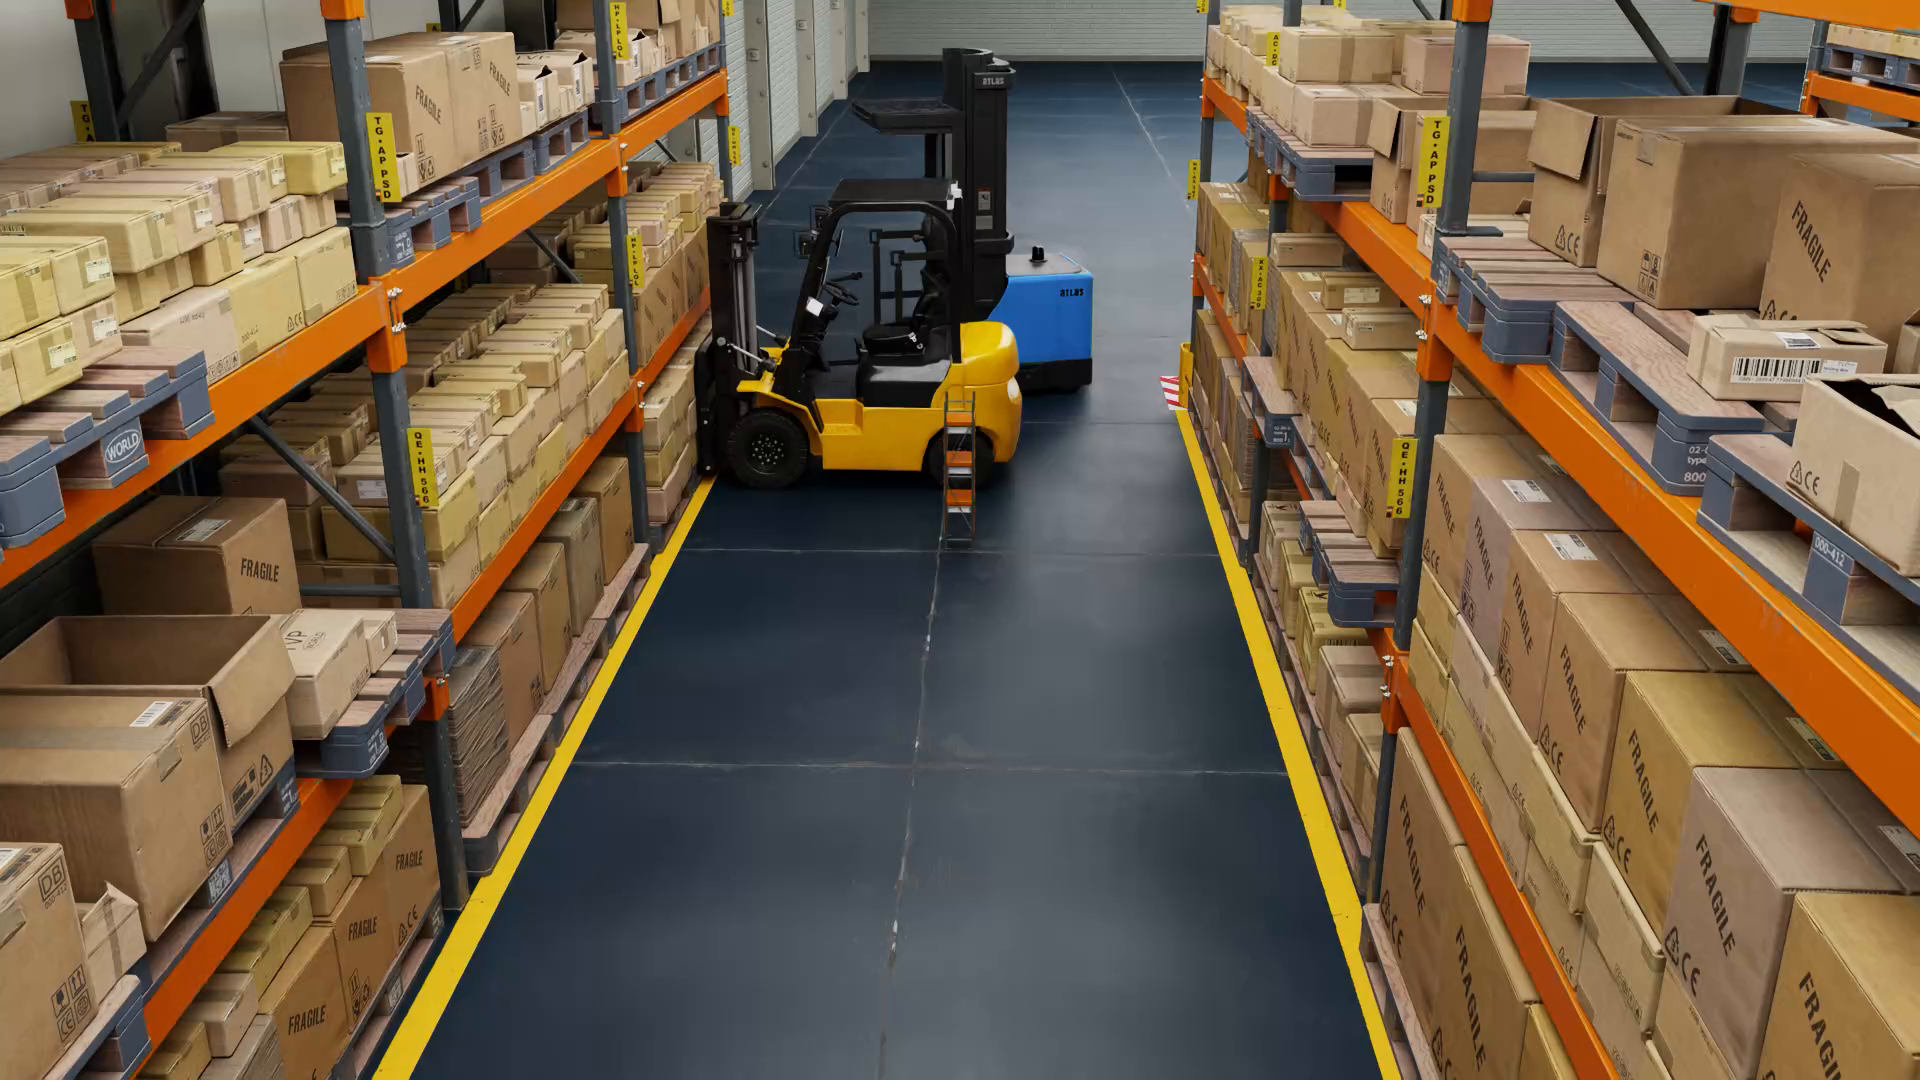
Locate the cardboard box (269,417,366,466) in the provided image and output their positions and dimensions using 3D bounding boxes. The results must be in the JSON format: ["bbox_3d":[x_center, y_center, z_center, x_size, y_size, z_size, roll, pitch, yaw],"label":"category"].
[{"bbox_3d":[-2.914,-0.445,7.494,0.380,0.149,0.250,1,21,2],"label":"cardboard box"}]

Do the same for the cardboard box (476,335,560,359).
[{"bbox_3d":[-2.363,-0.994,8.910,0.380,0.149,0.250,1,21,2],"label":"cardboard box"}]

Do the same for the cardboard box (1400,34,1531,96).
[{"bbox_3d":[2.497,-2.358,8.247,0.500,0.250,0.500,1,21,3],"label":"cardboard box"}]

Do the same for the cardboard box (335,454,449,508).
[{"bbox_3d":[-2.383,-0.248,6.988,0.380,0.149,0.250,1,21,3],"label":"cardboard box"}]

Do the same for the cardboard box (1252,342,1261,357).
[{"bbox_3d":[2.101,-1.183,10.778,0.380,0.149,0.250,0,21,1],"label":"cardboard box"}]

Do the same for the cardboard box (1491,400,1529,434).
[{"bbox_3d":[2.519,-0.275,6.962,0.500,0.500,0.500,0,21,0],"label":"cardboard box"}]

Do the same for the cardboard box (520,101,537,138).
[{"bbox_3d":[-2.319,-2.078,8.219,0.380,0.149,0.250,0,21,1],"label":"cardboard box"}]

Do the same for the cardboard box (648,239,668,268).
[{"bbox_3d":[-2.225,-1.972,11.429,0.380,0.149,0.250,1,21,3],"label":"cardboard box"}]

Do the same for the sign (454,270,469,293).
[{"bbox_3d":[-3.120,-1.680,10.405,0.100,0.325,0.005,1,21,2],"label":"sign"}]

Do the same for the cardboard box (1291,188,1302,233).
[{"bbox_3d":[2.706,-2.354,11.518,0.700,0.500,0.500,0,21,0],"label":"cardboard box"}]

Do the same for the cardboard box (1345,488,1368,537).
[{"bbox_3d":[1.948,-0.123,7.467,0.380,0.149,0.250,0,21,1],"label":"cardboard box"}]

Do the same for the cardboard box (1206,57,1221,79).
[{"bbox_3d":[2.183,-3.792,13.355,0.380,0.149,0.250,1,21,2],"label":"cardboard box"}]

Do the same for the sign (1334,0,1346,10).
[{"bbox_3d":[3.072,-4.425,13.415,0.100,0.325,0.005,1,21,2],"label":"sign"}]

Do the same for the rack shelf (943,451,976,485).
[{"bbox_3d":[-0.002,-0.460,11.293,0.215,0.259,0.240,1,21,2],"label":"rack shelf"}]

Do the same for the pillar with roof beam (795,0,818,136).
[{"bbox_3d":[1.485,-11.696,29.232,9.100,9.000,0.400,1,21,2],"label":"pillar with roof beam"}]

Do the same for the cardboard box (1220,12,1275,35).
[{"bbox_3d":[2.160,-3.883,12.487,0.380,0.149,0.250,1,21,1],"label":"cardboard box"}]

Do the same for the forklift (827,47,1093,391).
[{"bbox_3d":[-0.385,-2.752,14.570,3.031,2.935,1.130,-5,22,-13],"label":"forklift"}]

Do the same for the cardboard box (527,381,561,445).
[{"bbox_3d":[-2.389,-0.663,8.608,0.500,0.250,0.500,1,21,2],"label":"cardboard box"}]

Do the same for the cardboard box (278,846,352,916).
[{"bbox_3d":[-2.478,1.255,6.127,0.380,0.149,0.250,0,21,0],"label":"cardboard box"}]

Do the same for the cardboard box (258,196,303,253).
[{"bbox_3d":[-2.485,-1.077,5.669,0.380,0.149,0.250,0,21,0],"label":"cardboard box"}]

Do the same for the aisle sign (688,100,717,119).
[{"bbox_3d":[-2.148,-3.912,13.872,0.394,0.787,0.004,1,21,2],"label":"aisle sign"}]

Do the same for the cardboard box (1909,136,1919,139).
[{"bbox_3d":[7.494,-2.849,13.023,0.875,0.550,0.550,1,21,2],"label":"cardboard box"}]

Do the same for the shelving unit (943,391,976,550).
[{"bbox_3d":[-0.002,-0.470,11.289,0.215,1.050,0.252,1,21,2],"label":"shelving unit"}]

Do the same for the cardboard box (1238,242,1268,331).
[{"bbox_3d":[2.170,-1.715,11.254,0.500,0.500,0.500,1,21,3],"label":"cardboard box"}]

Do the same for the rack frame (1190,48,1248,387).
[{"bbox_3d":[2.518,-2.627,14.152,1.000,3.000,0.127,1,21,2],"label":"rack frame"}]

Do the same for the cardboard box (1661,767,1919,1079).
[{"bbox_3d":[1.924,0.848,3.677,0.500,0.500,0.500,1,21,3],"label":"cardboard box"}]

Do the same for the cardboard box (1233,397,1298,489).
[{"bbox_3d":[2.146,-0.661,11.269,0.500,0.500,0.500,0,21,1],"label":"cardboard box"}]

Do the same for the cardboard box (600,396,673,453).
[{"bbox_3d":[-2.237,-0.785,11.244,0.500,0.250,0.500,0,21,1],"label":"cardboard box"}]

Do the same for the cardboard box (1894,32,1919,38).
[{"bbox_3d":[7.168,-3.781,12.057,0.500,0.250,0.500,0,21,1],"label":"cardboard box"}]

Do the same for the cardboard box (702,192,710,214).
[{"bbox_3d":[-2.221,-2.715,13.344,0.380,0.149,0.250,1,21,3],"label":"cardboard box"}]

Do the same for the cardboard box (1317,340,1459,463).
[{"bbox_3d":[2.029,-0.652,7.933,0.500,0.500,0.500,-1,21,-2],"label":"cardboard box"}]

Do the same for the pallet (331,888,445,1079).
[{"bbox_3d":[-2.748,1.782,6.644,1.003,0.211,1.213,1,21,2],"label":"pallet"}]

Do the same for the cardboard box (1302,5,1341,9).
[{"bbox_3d":[2.803,-4.154,13.187,0.380,0.149,0.250,1,21,2],"label":"cardboard box"}]

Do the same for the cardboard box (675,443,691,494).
[{"bbox_3d":[-2.220,-0.503,11.898,0.500,0.250,0.500,0,21,0],"label":"cardboard box"}]

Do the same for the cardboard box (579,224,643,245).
[{"bbox_3d":[-2.343,-2.021,11.145,0.380,0.149,0.250,0,21,1],"label":"cardboard box"}]

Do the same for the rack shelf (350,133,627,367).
[{"bbox_3d":[-2.626,-1.574,8.286,1.077,0.370,4.000,1,21,2],"label":"rack shelf"}]

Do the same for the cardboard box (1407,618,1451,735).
[{"bbox_3d":[2.008,0.510,6.275,0.500,0.250,0.500,0,21,1],"label":"cardboard box"}]

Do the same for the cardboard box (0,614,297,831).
[{"bbox_3d":[-2.552,0.561,5.213,0.797,0.503,0.637,0,21,0],"label":"cardboard box"}]

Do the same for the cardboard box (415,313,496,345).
[{"bbox_3d":[-2.847,-1.179,9.385,0.380,0.149,0.250,0,21,1],"label":"cardboard box"}]

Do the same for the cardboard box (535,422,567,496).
[{"bbox_3d":[-2.383,-0.431,8.700,0.500,0.250,0.500,1,21,3],"label":"cardboard box"}]

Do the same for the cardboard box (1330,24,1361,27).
[{"bbox_3d":[2.717,-3.415,11.283,0.380,0.149,0.250,0,21,1],"label":"cardboard box"}]

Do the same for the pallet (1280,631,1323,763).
[{"bbox_3d":[2.340,0.843,9.064,1.003,0.211,1.213,1,21,2],"label":"pallet"}]

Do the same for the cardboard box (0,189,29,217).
[{"bbox_3d":[-2.996,-0.942,4.907,0.380,0.149,0.250,1,21,1],"label":"cardboard box"}]

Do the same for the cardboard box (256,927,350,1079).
[{"bbox_3d":[-2.524,1.707,5.857,0.500,0.500,0.500,2,21,4],"label":"cardboard box"}]

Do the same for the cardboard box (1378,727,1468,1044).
[{"bbox_3d":[2.170,1.309,6.364,0.875,0.875,0.875,0,21,1],"label":"cardboard box"}]

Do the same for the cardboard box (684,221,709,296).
[{"bbox_3d":[-2.237,-2.173,12.844,0.500,0.500,0.500,0,21,1],"label":"cardboard box"}]

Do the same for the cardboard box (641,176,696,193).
[{"bbox_3d":[-2.283,-2.762,13.055,0.380,0.149,0.250,1,21,2],"label":"cardboard box"}]

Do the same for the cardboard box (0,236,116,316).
[{"bbox_3d":[-2.373,-0.664,4.165,0.380,0.149,0.250,1,21,2],"label":"cardboard box"}]

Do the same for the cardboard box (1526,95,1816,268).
[{"bbox_3d":[2.414,-1.239,5.704,0.797,0.503,0.637,-1,21,-2],"label":"cardboard box"}]

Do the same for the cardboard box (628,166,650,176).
[{"bbox_3d":[-2.738,-2.953,13.547,0.380,0.149,0.250,1,21,3],"label":"cardboard box"}]

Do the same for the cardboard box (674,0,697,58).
[{"bbox_3d":[-2.345,-3.835,12.263,0.700,0.500,0.500,1,21,2],"label":"cardboard box"}]

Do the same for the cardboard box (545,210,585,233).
[{"bbox_3d":[-2.841,-2.211,11.634,0.380,0.149,0.250,0,21,1],"label":"cardboard box"}]

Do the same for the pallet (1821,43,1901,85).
[{"bbox_3d":[7.456,-3.698,12.888,1.003,0.211,1.213,1,21,2],"label":"pallet"}]

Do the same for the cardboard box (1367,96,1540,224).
[{"bbox_3d":[2.292,-1.733,7.558,0.797,0.503,0.637,1,21,2],"label":"cardboard box"}]

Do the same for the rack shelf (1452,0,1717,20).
[{"bbox_3d":[2.335,-2.732,7.678,1.077,0.370,4.000,1,21,2],"label":"rack shelf"}]

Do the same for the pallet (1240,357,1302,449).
[{"bbox_3d":[2.227,-0.816,9.751,1.003,0.211,1.213,1,21,2],"label":"pallet"}]

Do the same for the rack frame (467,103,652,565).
[{"bbox_3d":[-2.565,-1.234,10.562,1.000,3.000,0.127,1,21,2],"label":"rack frame"}]
